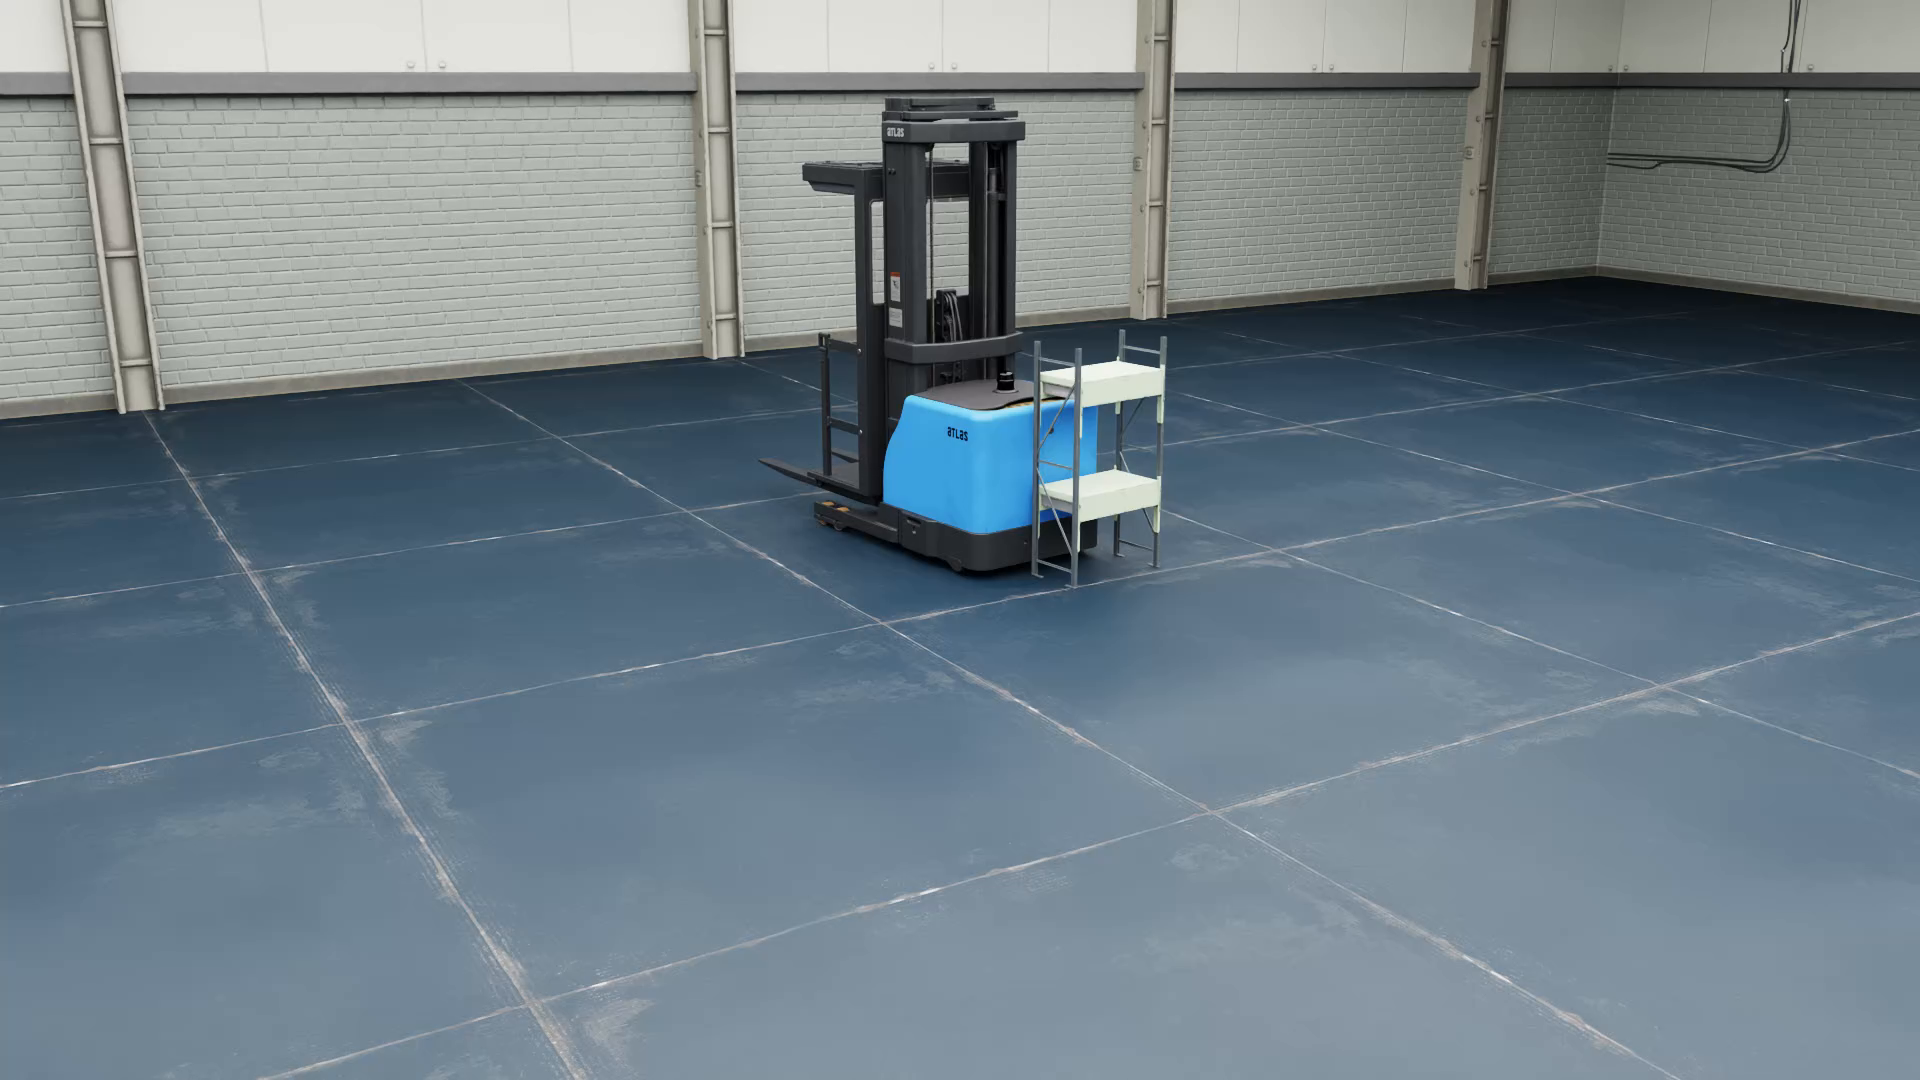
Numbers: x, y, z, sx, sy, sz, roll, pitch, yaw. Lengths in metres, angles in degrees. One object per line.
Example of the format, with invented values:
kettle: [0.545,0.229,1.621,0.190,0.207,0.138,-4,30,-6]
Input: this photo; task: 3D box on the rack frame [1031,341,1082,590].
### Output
rack frame: [0.592,-0.458,10.266,0.023,1.500,0.400,-13,20,-38]

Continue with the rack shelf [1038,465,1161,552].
rack shelf: [0.874,-0.208,10.579,0.720,0.370,0.431,-13,20,-38]

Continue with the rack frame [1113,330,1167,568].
rack frame: [1.156,-0.584,10.716,0.023,1.500,0.400,-13,20,-38]

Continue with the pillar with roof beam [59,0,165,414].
pillar with roof beam: [-5.606,-4.590,11.112,0.400,9.000,9.100,-9,18,-30]

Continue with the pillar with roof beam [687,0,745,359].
pillar with roof beam: [-0.463,-5.424,14.087,0.400,9.000,9.100,-9,18,-30]

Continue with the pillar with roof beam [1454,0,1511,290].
pillar with roof beam: [9.824,-7.092,20.038,0.400,9.000,9.100,-9,18,-30]

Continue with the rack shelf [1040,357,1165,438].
rack shelf: [0.874,-0.897,10.386,0.720,0.370,0.431,-13,20,-38]

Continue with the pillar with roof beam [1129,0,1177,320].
pillar with roof beam: [4.680,-6.258,17.062,0.400,9.000,9.100,-9,18,-30]

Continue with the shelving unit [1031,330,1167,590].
shelving unit: [0.874,-0.521,10.491,0.755,1.500,0.431,-13,20,-38]

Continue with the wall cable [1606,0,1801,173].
wall cable: [10.813,-6.696,24.379,0.112,2.526,3.097,-9,18,-30]

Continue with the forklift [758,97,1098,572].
forklift: [-0.378,-1.547,11.498,1.130,2.935,3.031,-12,19,-35]
